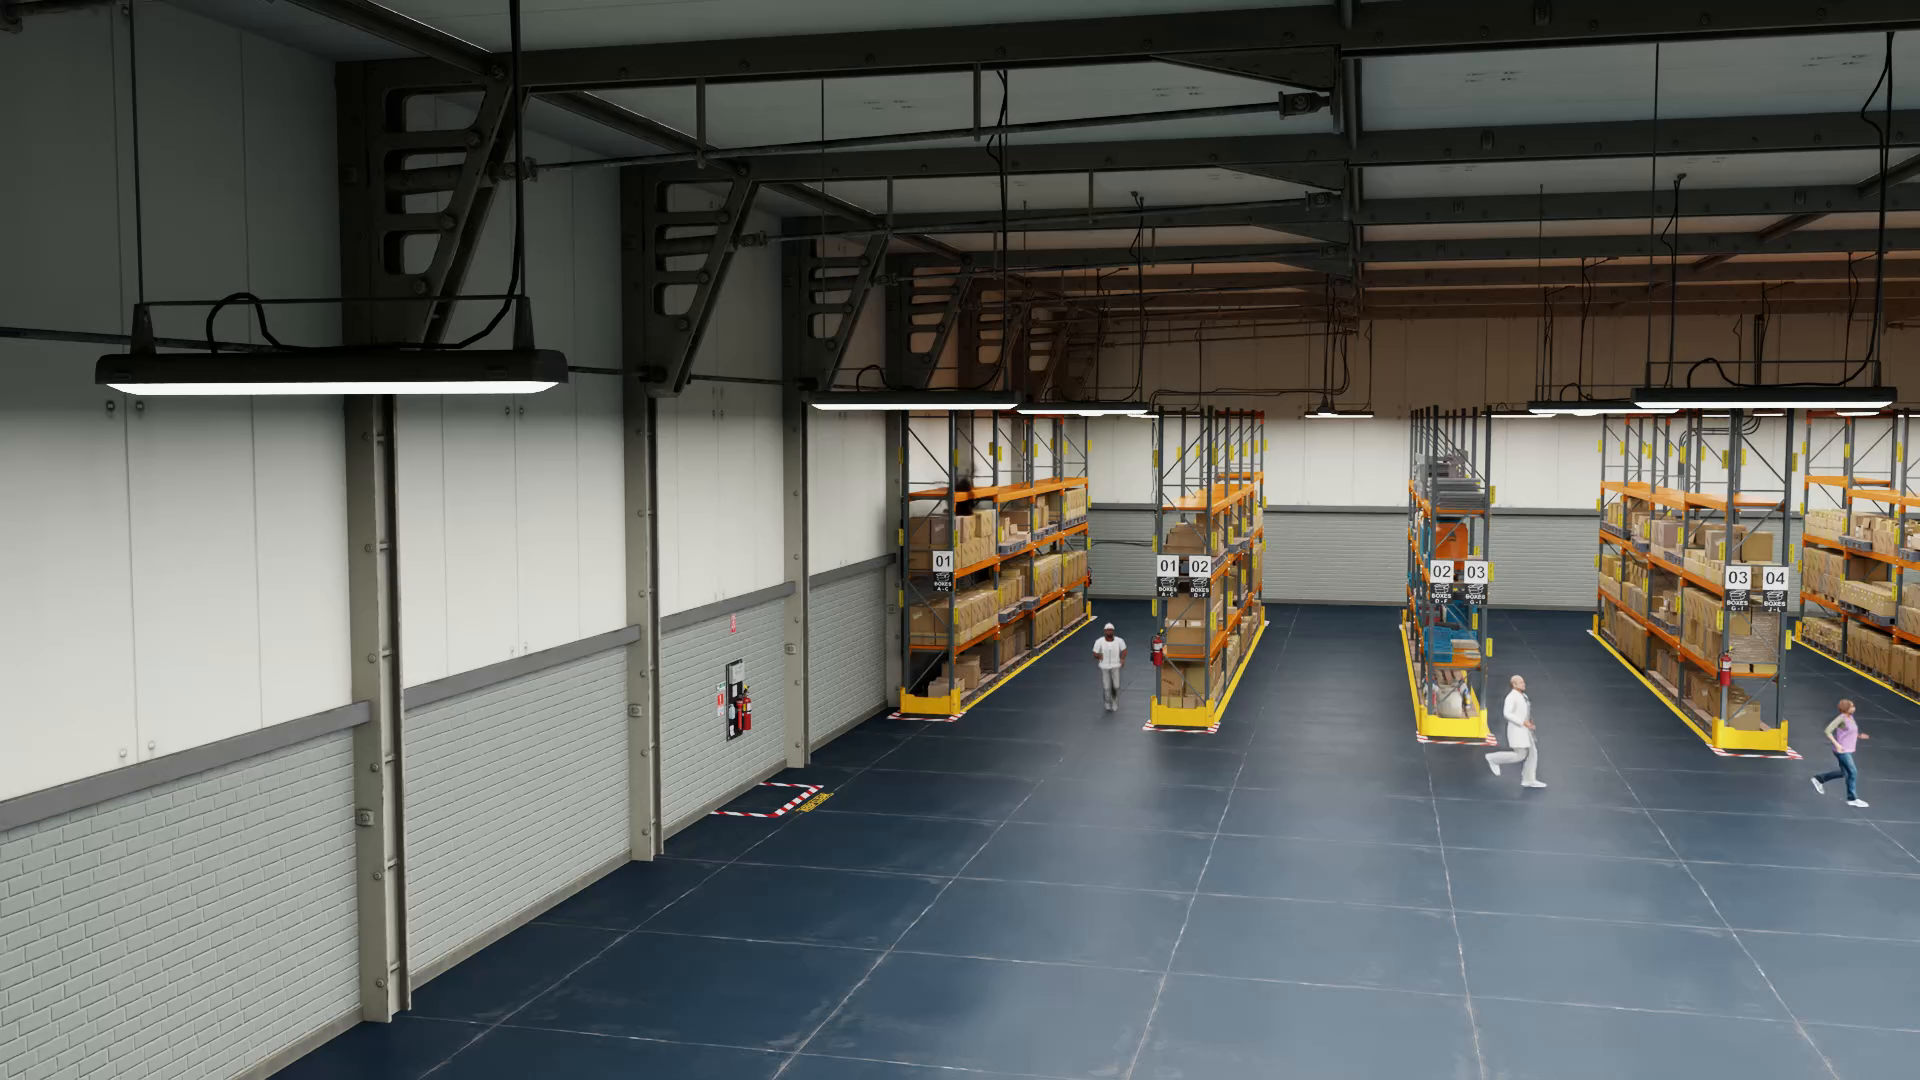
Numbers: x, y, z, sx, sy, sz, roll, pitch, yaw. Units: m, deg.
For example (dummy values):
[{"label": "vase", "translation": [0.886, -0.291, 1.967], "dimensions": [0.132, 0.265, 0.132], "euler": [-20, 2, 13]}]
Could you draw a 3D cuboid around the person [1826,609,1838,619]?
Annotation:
[{"label": "person", "translation": [23.351, 1.691, 44.350], "dimensions": [0.998, 1.667, 0.624], "euler": [1, 4, 17]}]

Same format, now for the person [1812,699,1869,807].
[{"label": "person", "translation": [13.116, 3.144, 24.773], "dimensions": [0.538, 1.576, 0.804], "euler": [-4, 6, -44]}]

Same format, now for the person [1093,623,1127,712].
[{"label": "person", "translation": [2.945, 2.511, 32.594], "dimensions": [0.680, 1.750, 0.626], "euler": [0, 4, 2]}]

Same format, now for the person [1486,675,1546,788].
[{"label": "person", "translation": [8.753, 3.085, 26.092], "dimensions": [0.920, 1.551, 0.725], "euler": [3, 5, 37]}]
